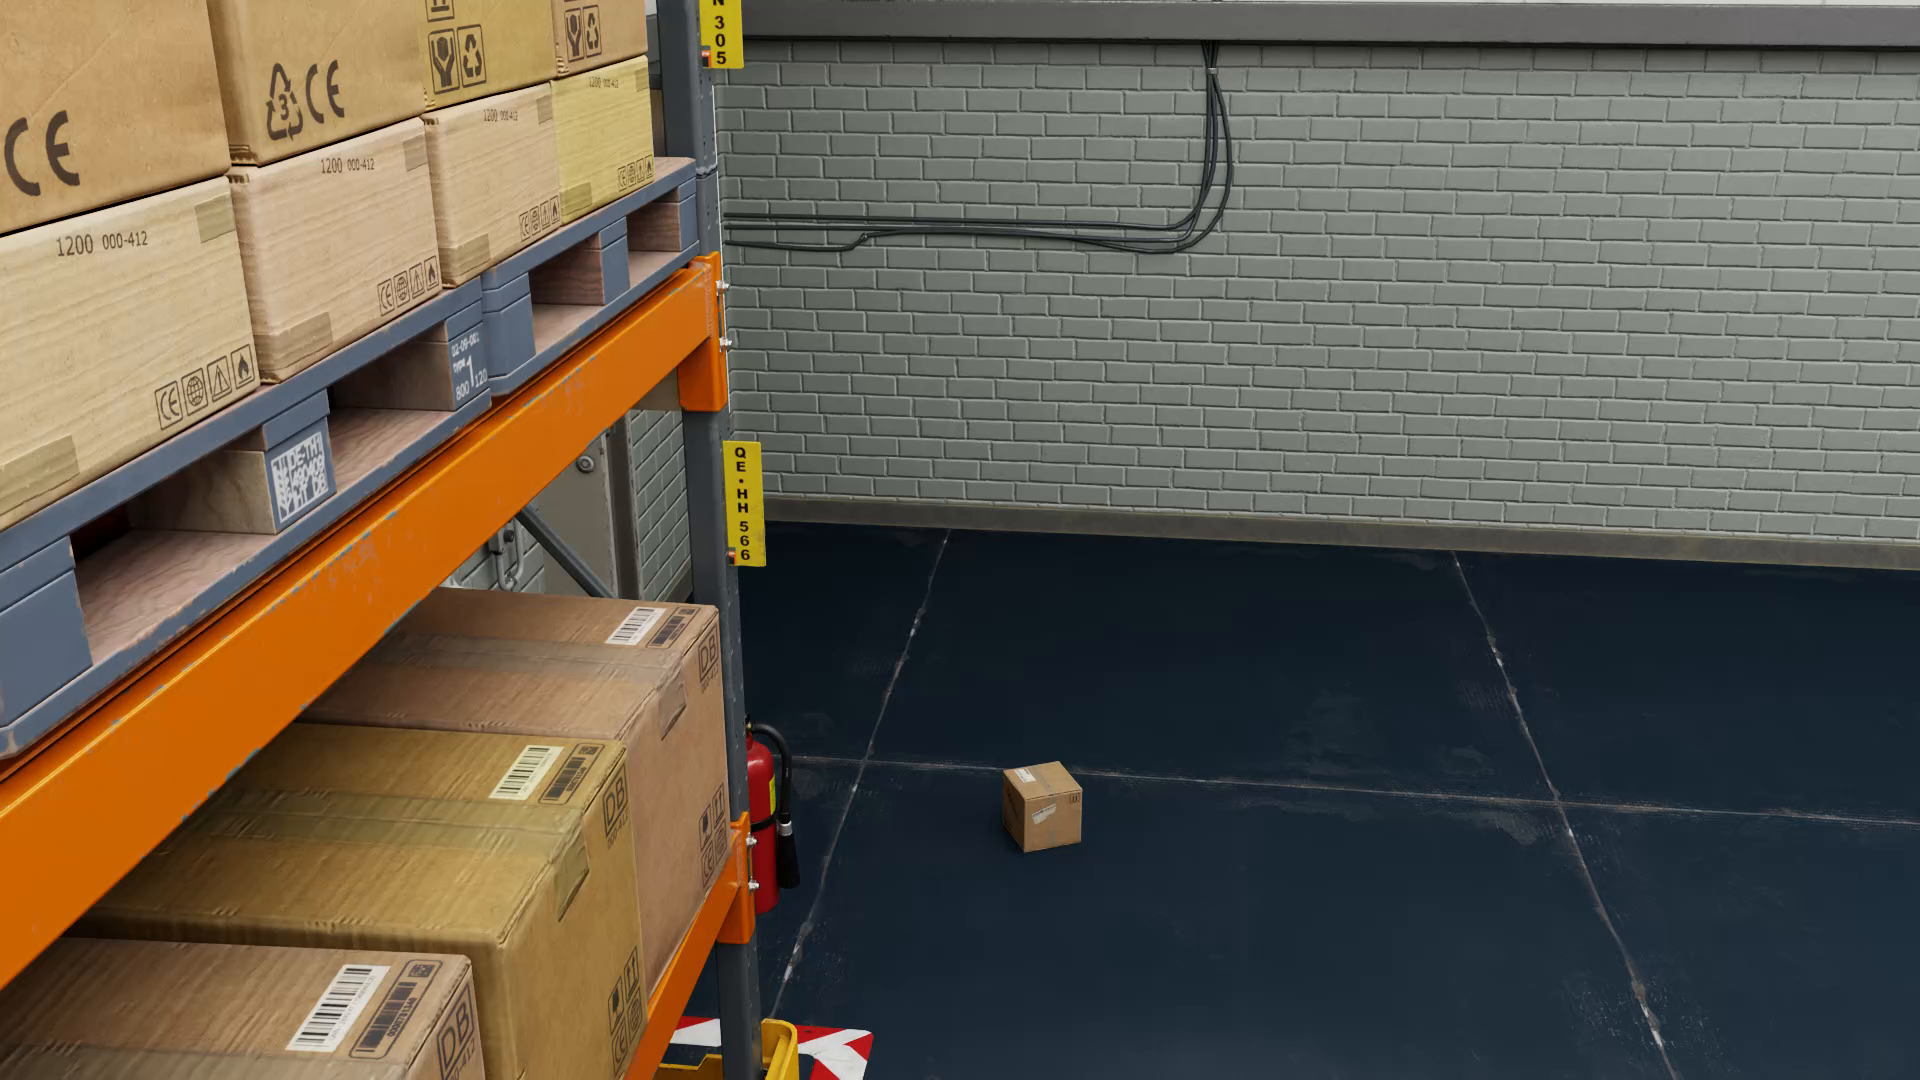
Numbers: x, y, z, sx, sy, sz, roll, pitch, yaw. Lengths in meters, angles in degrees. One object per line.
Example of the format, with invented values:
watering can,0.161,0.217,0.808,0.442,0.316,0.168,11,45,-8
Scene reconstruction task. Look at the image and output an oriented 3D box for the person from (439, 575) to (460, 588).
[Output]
person,-1.800,0.705,5.709,0.358,1.784,0.529,-12,24,-27
